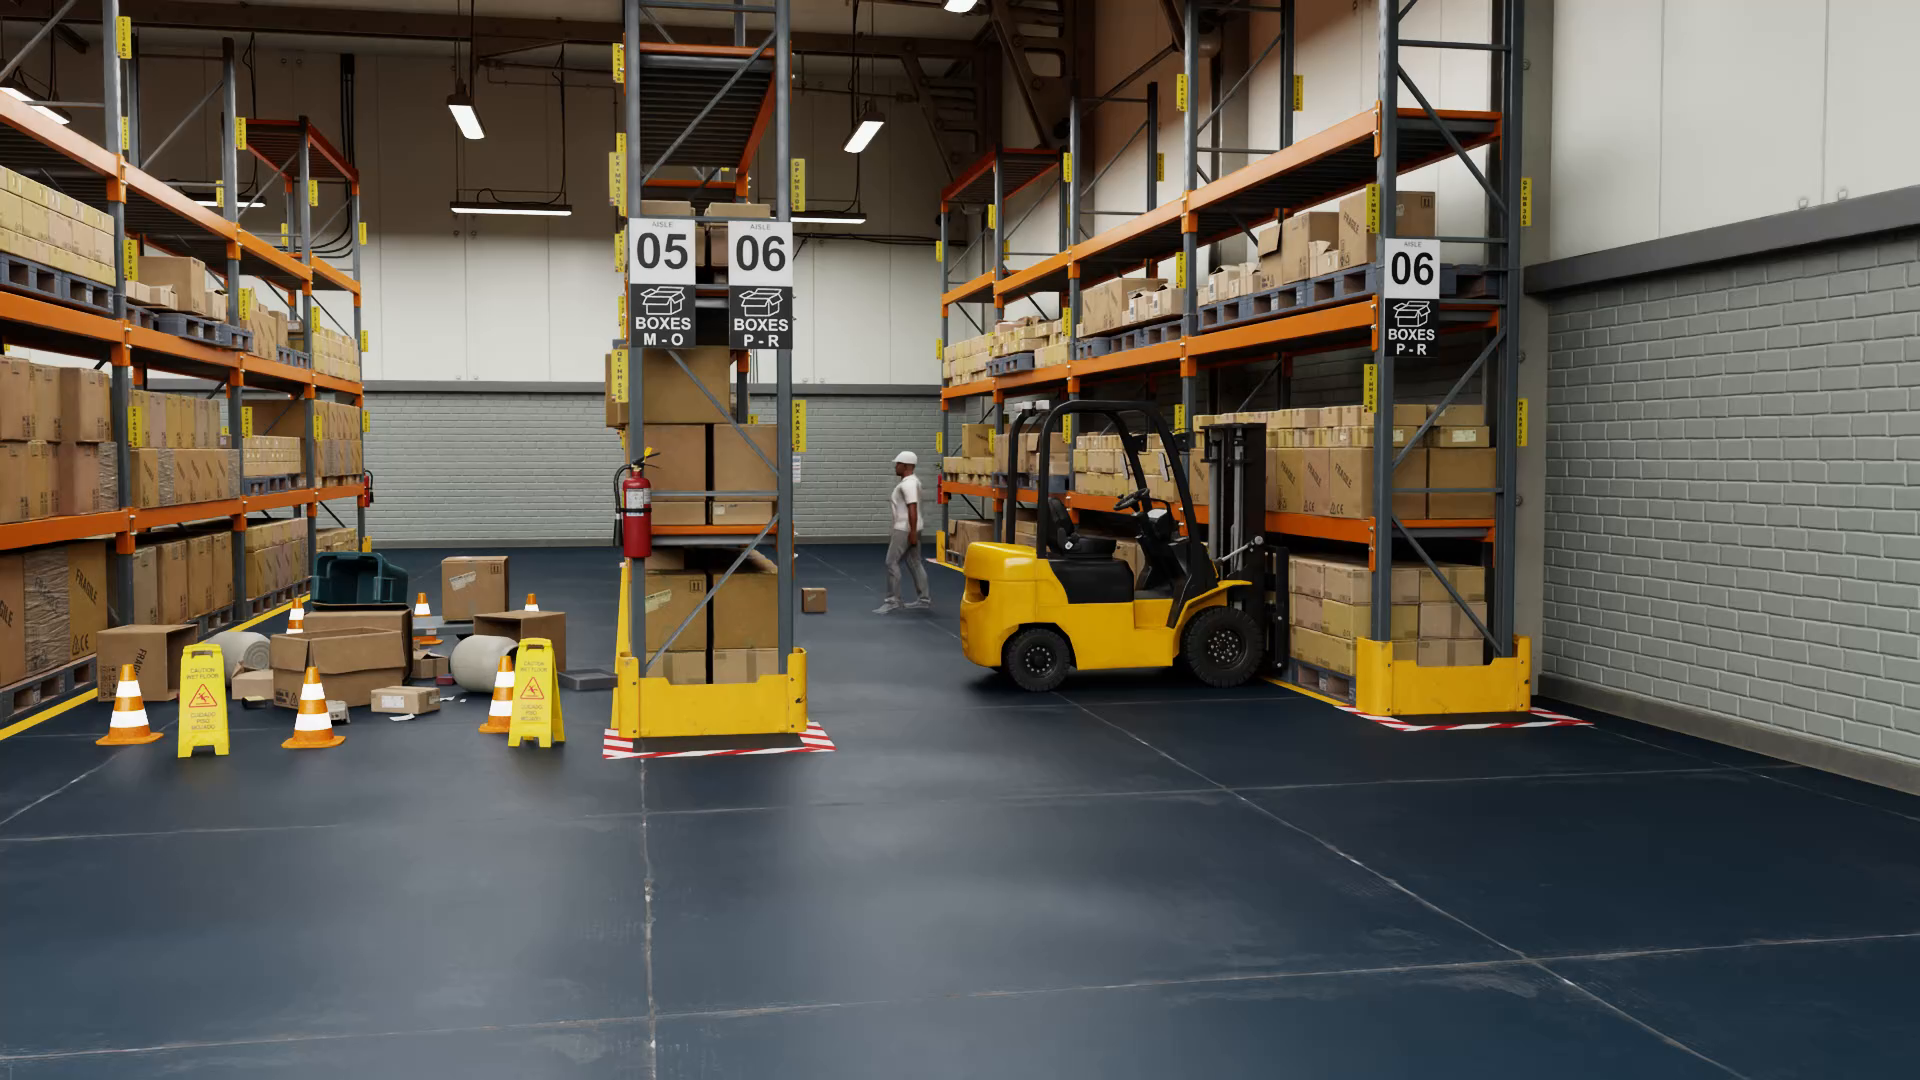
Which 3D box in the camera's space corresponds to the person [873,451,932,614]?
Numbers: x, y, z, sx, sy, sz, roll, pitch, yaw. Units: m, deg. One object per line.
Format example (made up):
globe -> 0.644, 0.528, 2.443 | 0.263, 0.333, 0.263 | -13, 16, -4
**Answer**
person -> -0.619, -0.085, 18.424 | 0.631, 1.793, 0.575 | 1, 3, 10
